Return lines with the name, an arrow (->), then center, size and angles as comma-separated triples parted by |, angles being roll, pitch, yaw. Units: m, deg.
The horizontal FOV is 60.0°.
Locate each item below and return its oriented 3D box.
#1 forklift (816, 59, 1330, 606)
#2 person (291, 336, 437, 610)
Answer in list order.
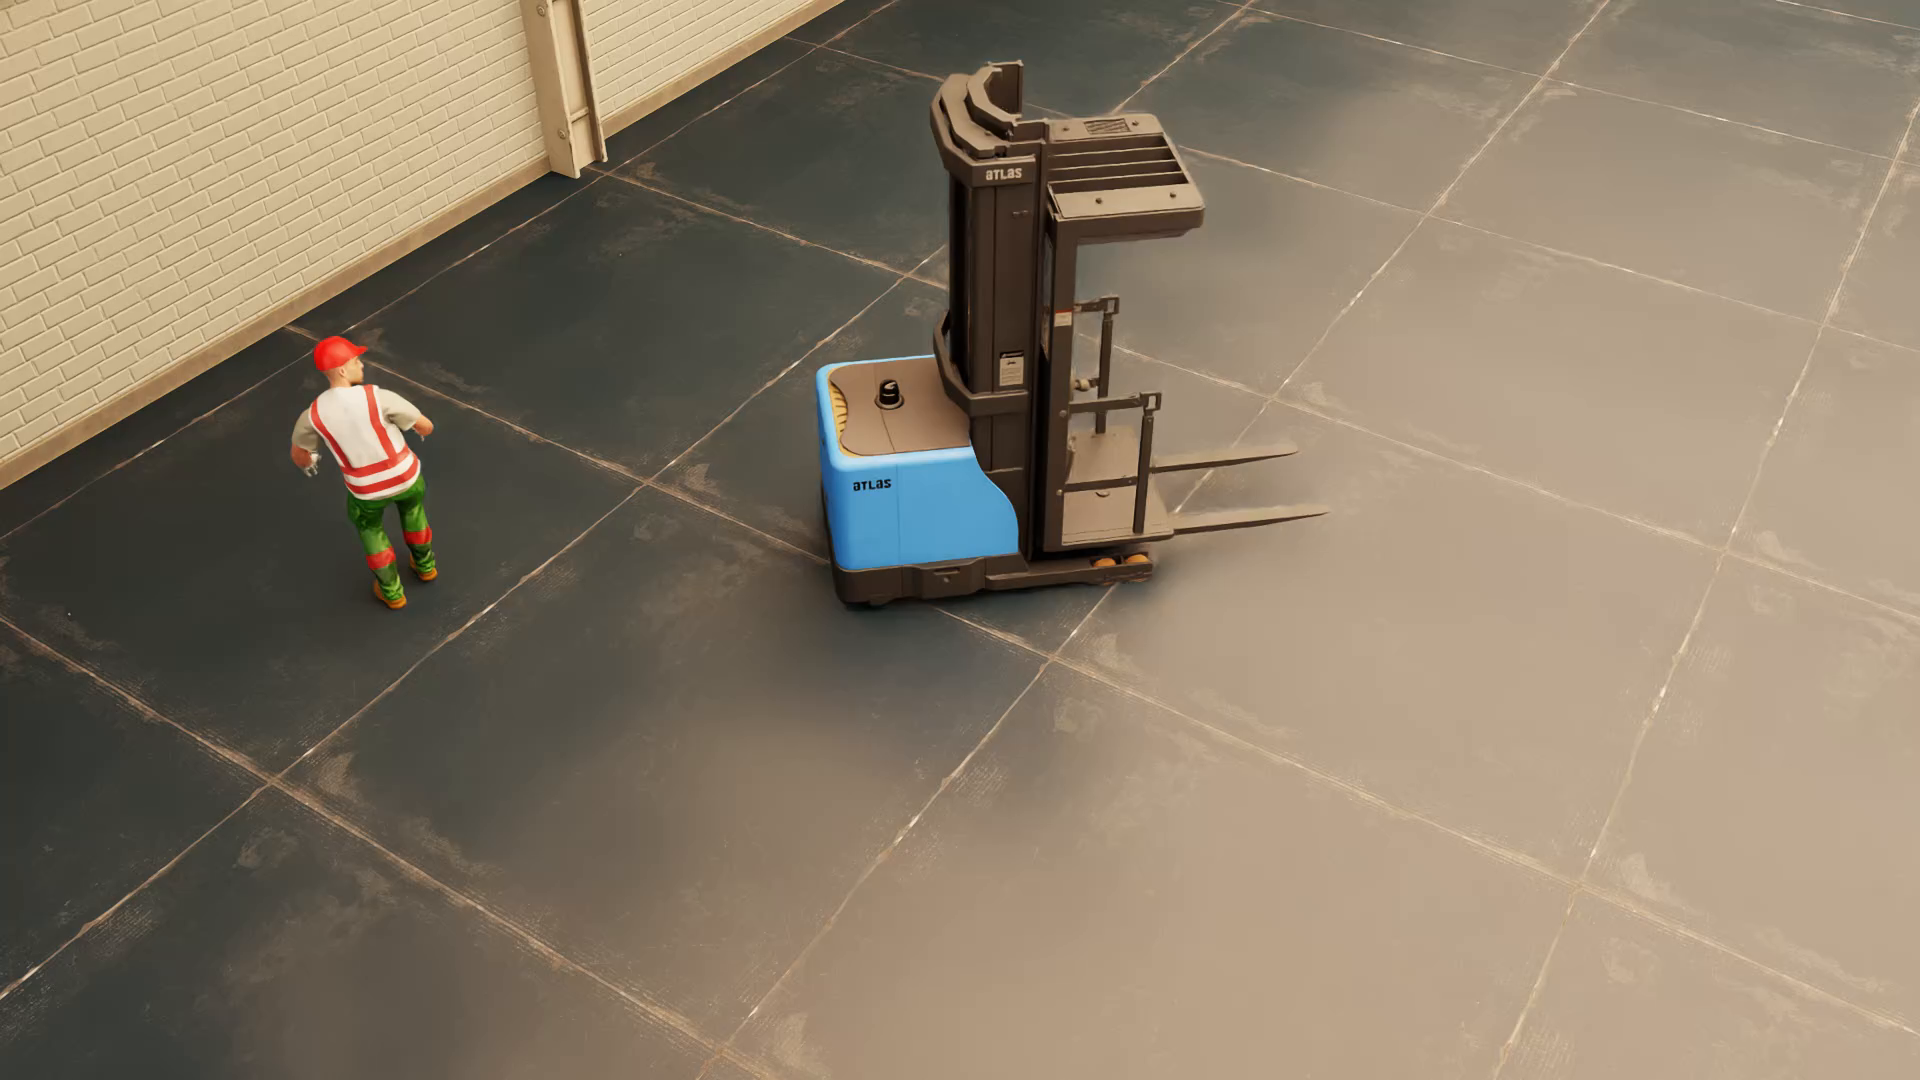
forklift -> 0.702, -1.179, 9.359 | 3.031, 2.935, 1.130 | -6, 41, -7
person -> -3.314, -0.386, 9.371 | 0.763, 1.728, 0.520 | -14, 42, -16
